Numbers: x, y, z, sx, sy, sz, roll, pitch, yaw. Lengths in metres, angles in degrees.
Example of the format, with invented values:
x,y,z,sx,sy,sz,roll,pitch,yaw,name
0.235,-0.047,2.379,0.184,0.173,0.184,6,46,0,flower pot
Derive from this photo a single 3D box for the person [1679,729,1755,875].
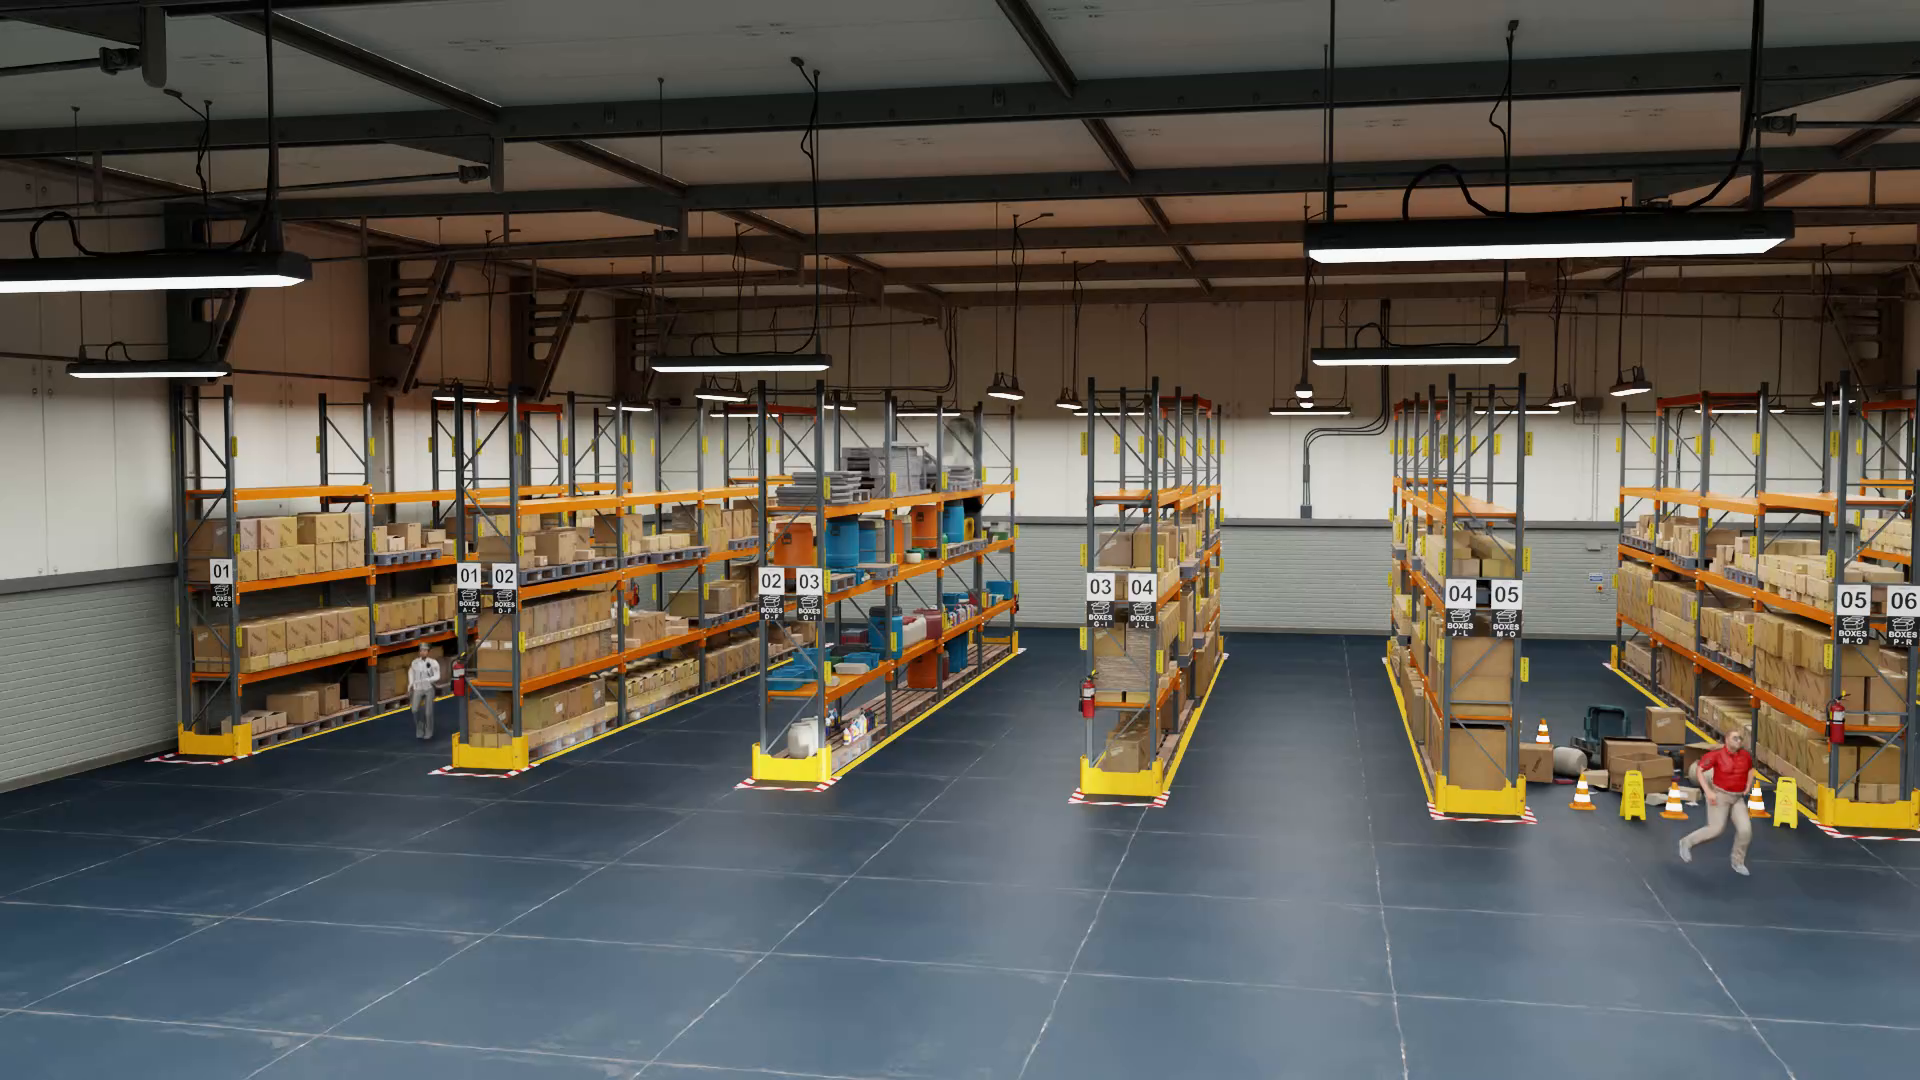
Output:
x,y,z,sx,sy,sz,roll,pitch,yaw,name
9.029,3.091,19.686,0.864,1.732,0.649,-1,3,-16,person

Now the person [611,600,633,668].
x,y,z,sx,sy,sz,roll,pitch,yaw,name
-7.439,2.140,36.595,0.746,1.715,1.059,0,3,4,person

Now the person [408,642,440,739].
x,y,z,sx,sy,sz,roll,pitch,yaw,name
-9.156,2.566,28.342,0.594,1.660,0.624,0,3,-4,person
